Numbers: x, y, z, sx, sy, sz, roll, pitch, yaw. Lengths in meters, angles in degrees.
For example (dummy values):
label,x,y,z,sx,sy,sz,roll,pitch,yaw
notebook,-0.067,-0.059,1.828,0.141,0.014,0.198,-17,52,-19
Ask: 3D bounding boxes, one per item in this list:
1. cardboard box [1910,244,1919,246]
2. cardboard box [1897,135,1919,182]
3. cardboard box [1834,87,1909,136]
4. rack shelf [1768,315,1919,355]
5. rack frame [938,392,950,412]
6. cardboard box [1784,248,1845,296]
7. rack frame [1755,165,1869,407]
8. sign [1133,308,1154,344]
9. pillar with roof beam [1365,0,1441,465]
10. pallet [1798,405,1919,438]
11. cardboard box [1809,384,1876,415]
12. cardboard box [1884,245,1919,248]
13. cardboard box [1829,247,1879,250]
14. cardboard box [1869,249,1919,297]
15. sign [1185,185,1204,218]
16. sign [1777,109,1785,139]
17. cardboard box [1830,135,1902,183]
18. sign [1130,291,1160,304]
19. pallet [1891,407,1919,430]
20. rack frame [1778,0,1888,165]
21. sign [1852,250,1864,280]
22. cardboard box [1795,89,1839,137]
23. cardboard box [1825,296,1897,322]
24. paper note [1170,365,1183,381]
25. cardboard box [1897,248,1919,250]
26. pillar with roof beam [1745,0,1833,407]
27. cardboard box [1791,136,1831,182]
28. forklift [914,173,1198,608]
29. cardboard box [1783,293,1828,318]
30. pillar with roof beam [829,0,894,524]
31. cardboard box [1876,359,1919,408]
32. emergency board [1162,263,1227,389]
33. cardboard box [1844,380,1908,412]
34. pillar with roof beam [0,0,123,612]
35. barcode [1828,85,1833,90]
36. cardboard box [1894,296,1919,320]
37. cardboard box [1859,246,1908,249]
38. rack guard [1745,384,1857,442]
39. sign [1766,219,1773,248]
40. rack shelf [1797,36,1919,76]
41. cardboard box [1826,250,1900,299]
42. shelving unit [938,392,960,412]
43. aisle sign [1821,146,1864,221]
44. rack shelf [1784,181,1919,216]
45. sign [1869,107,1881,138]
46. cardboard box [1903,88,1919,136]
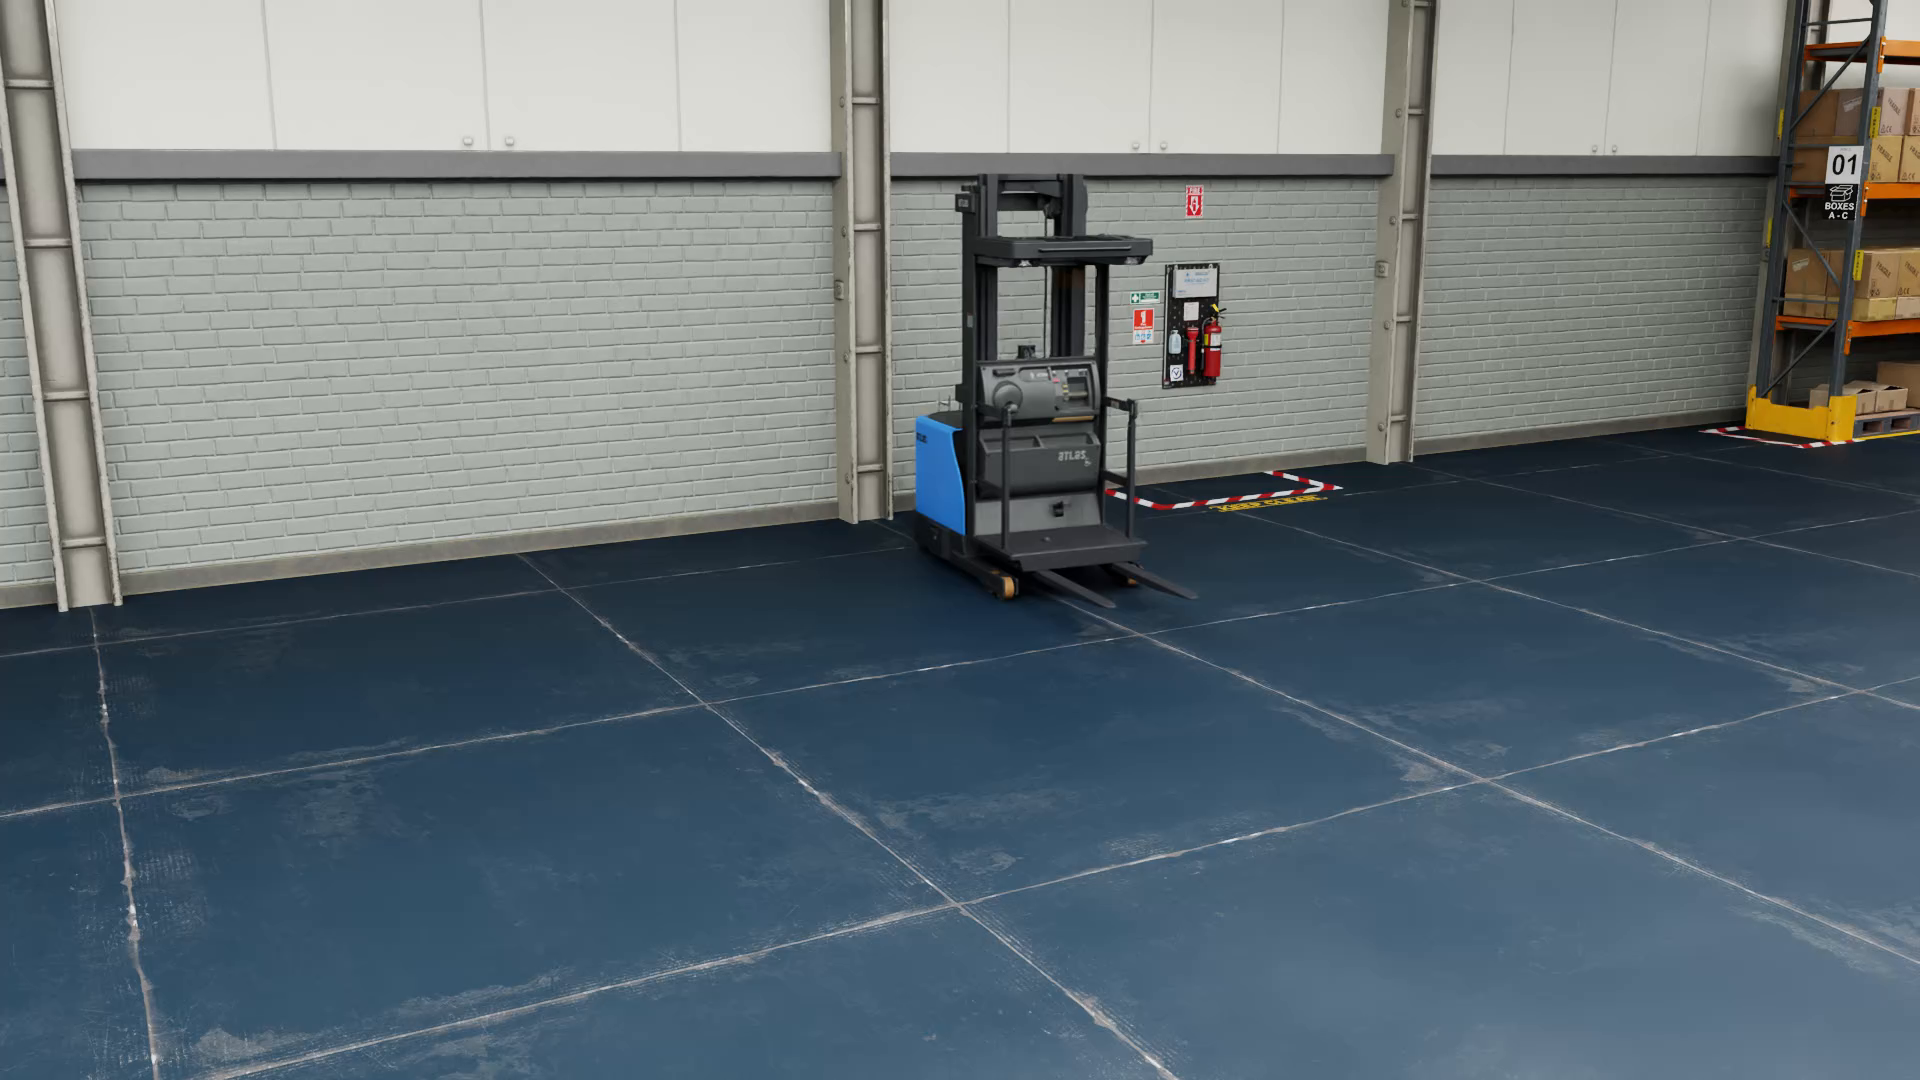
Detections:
label,x,y,z,sx,sy,sz,roll,pitch,yaw
cardboard box,11.615,-3.283,19.952,0.500,0.500,0.500,-6,14,-26
cardboard box,10.414,-4.232,18.478,0.500,0.500,0.500,-6,14,-24
cardboard box,9.967,-4.677,18.178,0.500,0.500,0.500,-8,15,-32
rack shelf,11.268,-2.533,19.672,4.000,0.370,1.077,-7,14,-28
rack frame,-0.129,-0.592,13.506,0.006,1.200,0.240,-5,14,-22
cardboard box,9.824,-3.067,18.992,0.500,0.500,0.500,-7,14,-28
rack frame,9.512,-2.674,18.658,0.127,3.000,1.000,-7,14,-28
sign,1.724,-2.009,15.624,0.234,0.329,0.001,-7,14,-28
pillar with roof beam,6.508,-4.380,12.576,0.400,9.000,9.100,-7,14,-28
pallet,10.309,-1.400,19.349,1.213,0.211,1.003,-7,14,-28
cardboard box,10.163,-1.632,19.151,0.500,0.311,0.500,-9,15,-34
cardboard box,11.164,-3.226,19.700,0.500,0.500,0.500,-7,14,-27
cardboard box,10.271,-3.118,19.219,0.500,0.500,0.500,-7,14,-27
cardboard box,10.514,-3.019,18.778,0.500,0.500,0.500,-7,14,-28
sign,2.204,-3.180,15.626,0.199,0.298,0.001,-7,14,-28
sign,9.264,-4.678,18.716,0.005,0.325,0.100,-7,14,-28
cardboard box,9.925,-4.183,18.258,0.500,0.500,0.500,-6,14,-26
sign,1.732,-2.267,15.561,0.331,0.109,0.001,-7,14,-28
pallet,11.378,-1.527,19.915,1.213,0.211,1.003,-7,14,-28
rack frame,9.512,-5.601,17.999,0.127,3.000,1.000,-7,14,-28
sign,9.772,-2.992,18.098,0.005,0.325,0.100,-7,14,-28
cardboard box,9.765,-4.779,18.631,0.500,0.500,0.500,-6,14,-25
cardboard box,10.093,-2.600,18.628,0.500,0.250,0.500,-7,15,-29
paper note,2.070,-1.595,15.872,0.142,0.148,0.016,-7,14,-28
cardboard box,10.970,-3.072,19.014,0.500,0.500,0.500,-7,15,-30
pillar with roof beam,11.775,-5.011,15.381,0.400,9.000,9.100,-7,14,-28
cardboard box,9.757,-4.288,18.727,0.500,0.500,0.500,-6,14,-24
forklift,0.671,-1.114,11.884,1.130,2.935,3.031,-5,14,-22
cardboard box,9.830,-2.697,19.057,0.500,0.250,0.500,-7,14,-27
pillar with roof beam,1.242,-3.749,9.771,0.400,9.000,9.100,-7,14,-28
cardboard box,11.331,-1.852,19.697,0.500,0.500,0.700,-8,15,-31
emergency board,2.258,-2.030,15.799,0.643,1.169,0.194,-7,14,-28
cardboard box,10.663,-1.692,19.418,0.500,0.311,0.500,-6,14,-23
pillar with roof beam,-4.024,-3.118,6.967,0.400,9.000,9.100,-7,14,-28
barcode,9.896,-5.137,18.902,0.075,0.075,0.001,-7,14,-28
cardboard box,10.542,-2.658,18.883,0.500,0.250,0.500,-7,15,-30
cardboard box,10.722,-3.173,19.464,0.500,0.500,0.500,-7,15,-29
rack guard,9.579,-1.462,18.968,0.348,0.500,1.175,-7,14,-28
sign,9.264,-3.502,18.981,0.005,0.325,0.100,-7,14,-28
rack shelf,11.268,-5.458,19.013,4.000,0.370,1.077,-7,14,-28
cardboard box,10.075,-2.968,18.556,0.500,0.500,0.500,-7,14,-28
shelving unit,-0.044,-0.600,13.541,0.189,1.200,0.258,-5,14,-22
aisle sign,9.593,-3.877,18.082,0.004,0.787,0.394,-7,14,-28
rack shelf,11.268,-3.997,19.342,4.000,0.370,1.077,-7,14,-28
sign,9.772,-4.459,17.768,0.005,0.325,0.100,-7,14,-28
cardboard box,10.431,-4.720,18.369,0.500,0.500,0.500,-7,14,-29
